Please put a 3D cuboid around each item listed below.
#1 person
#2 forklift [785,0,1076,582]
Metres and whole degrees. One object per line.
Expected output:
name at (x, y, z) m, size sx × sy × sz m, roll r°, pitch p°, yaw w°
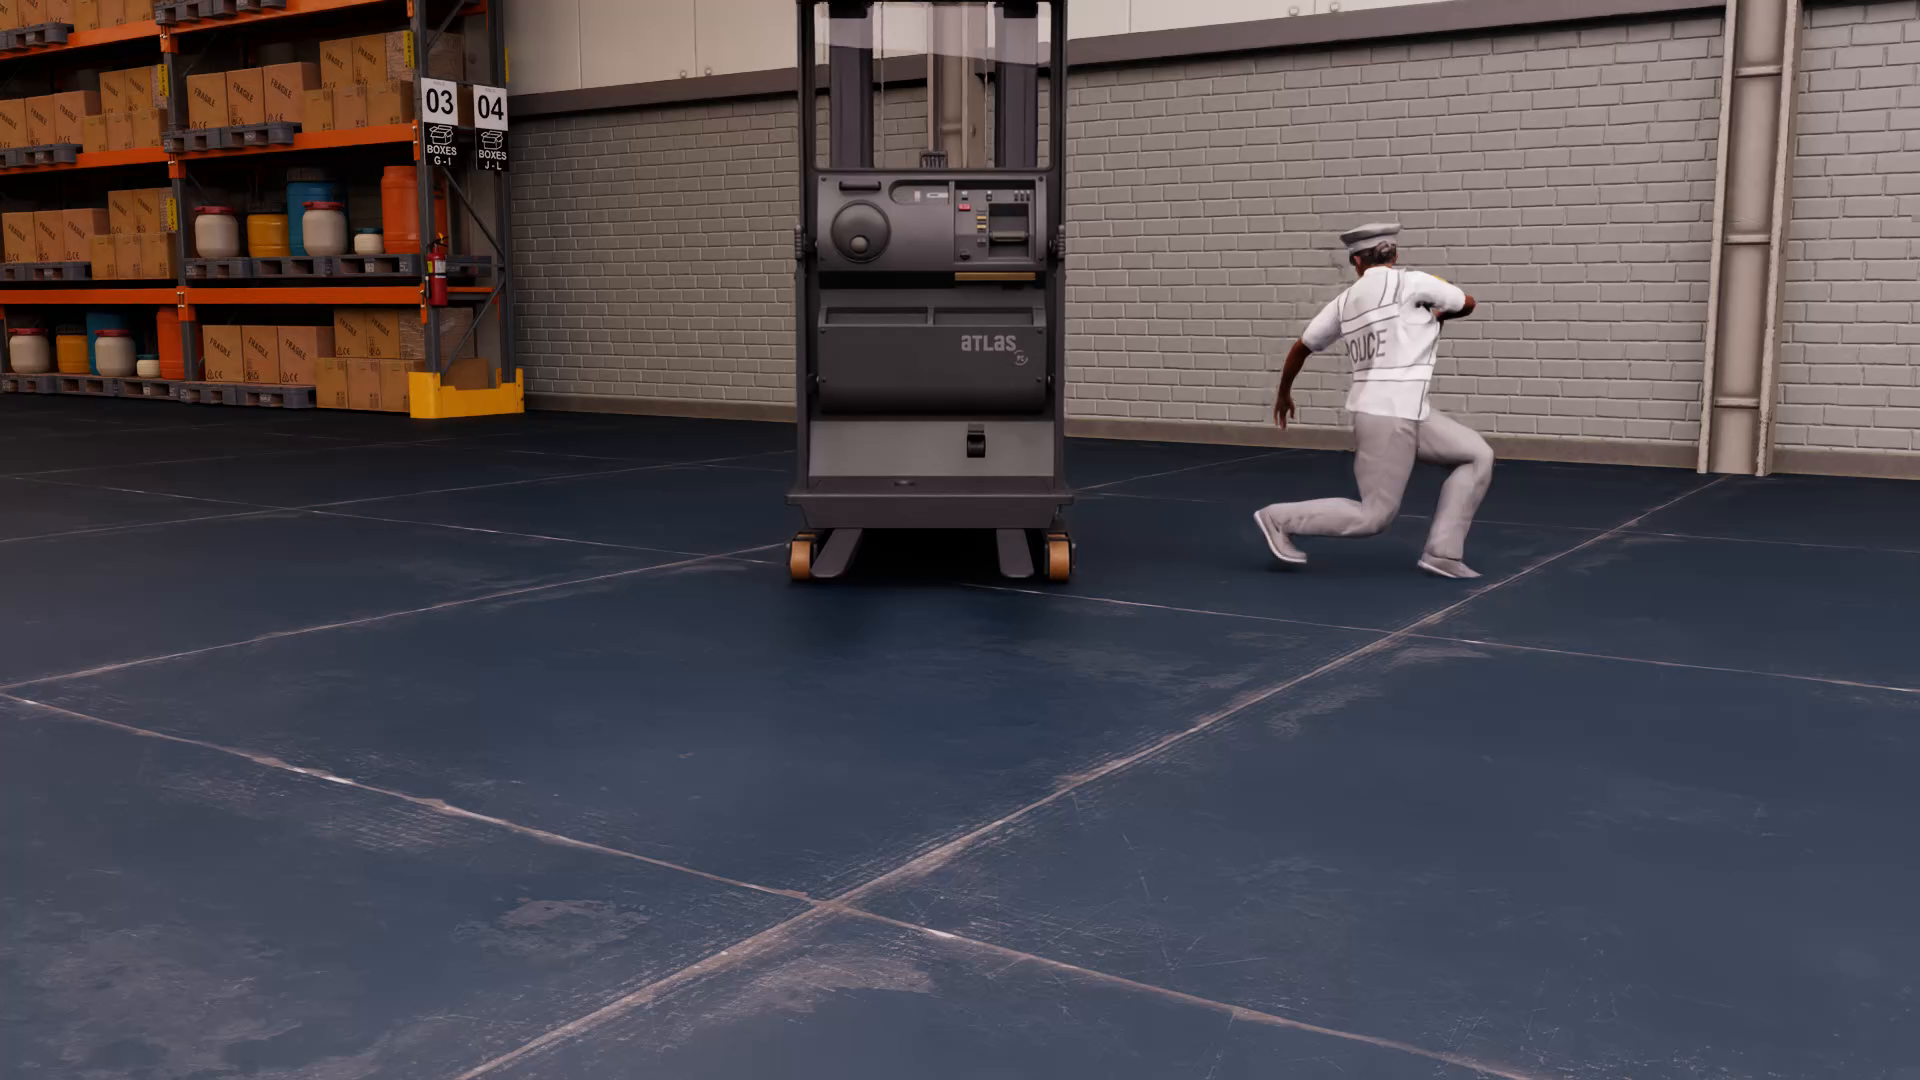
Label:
person at (1.650, -0.542, 6.677) m, size 0.917 × 1.439 × 0.695 m, roll 0°, pitch 8°, yaw 3°
forklift at (-0.113, -1.330, 6.543) m, size 1.130 × 2.935 × 3.031 m, roll 0°, pitch 8°, yaw 0°
